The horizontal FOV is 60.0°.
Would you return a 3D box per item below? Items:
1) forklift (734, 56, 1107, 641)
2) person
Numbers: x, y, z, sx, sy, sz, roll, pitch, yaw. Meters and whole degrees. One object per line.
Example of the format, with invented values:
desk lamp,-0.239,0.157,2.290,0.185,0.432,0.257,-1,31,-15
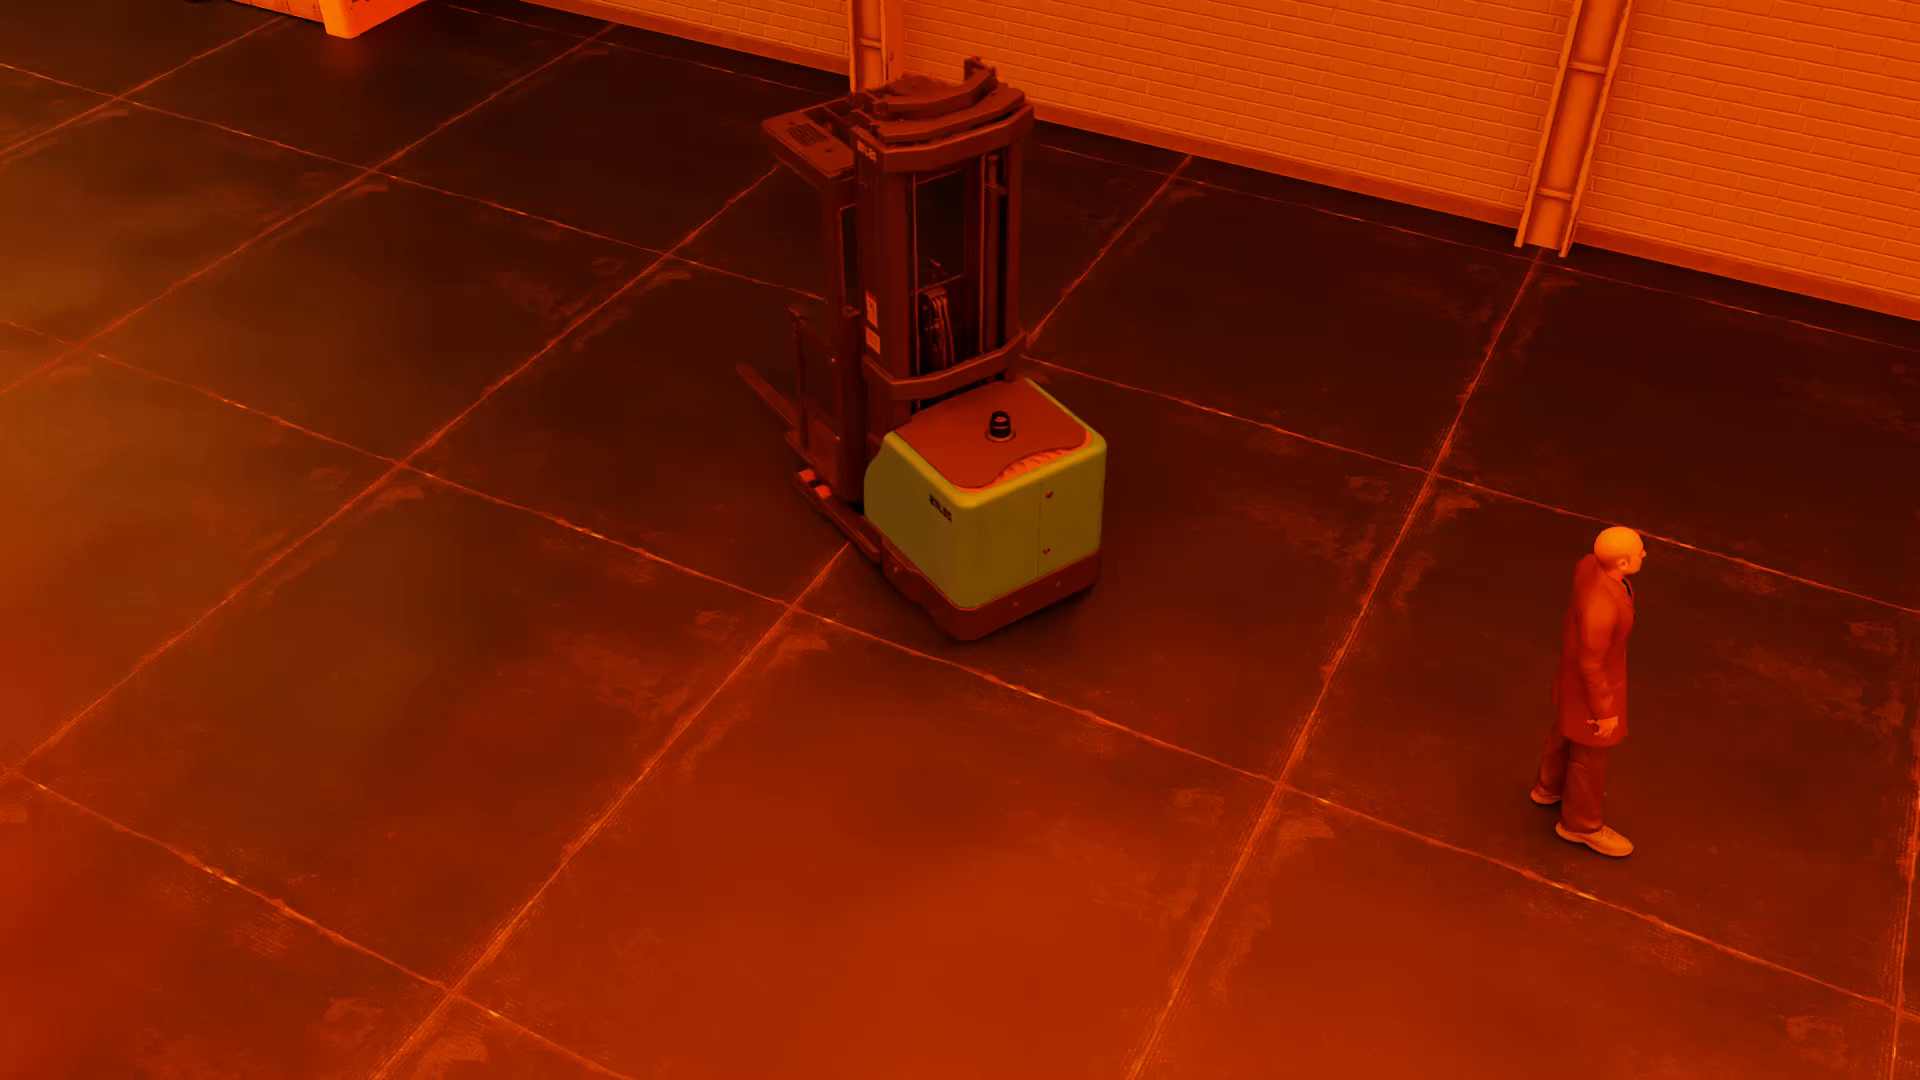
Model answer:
forklift,-0.409,-1.459,9.719,1.130,2.935,3.031,-24,46,-26
person,3.156,0.685,8.056,0.580,1.778,0.698,8,41,9
